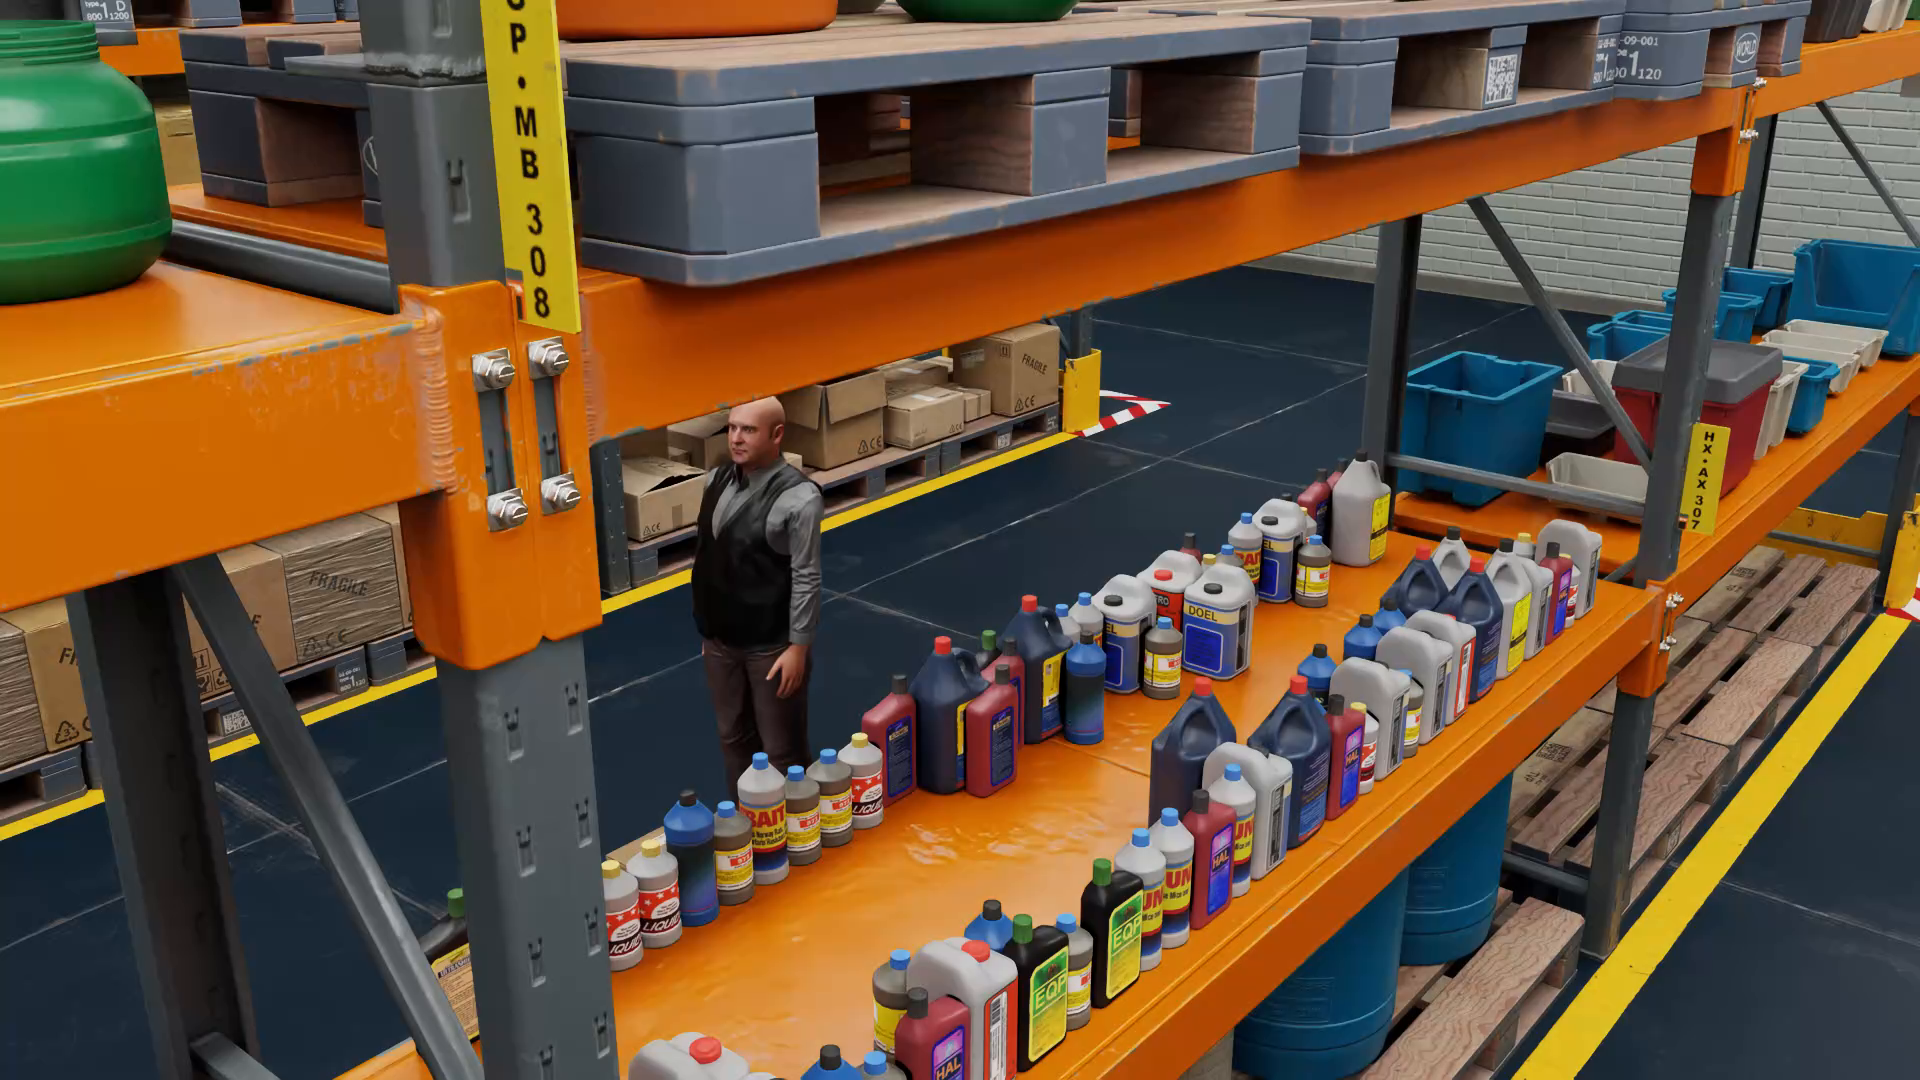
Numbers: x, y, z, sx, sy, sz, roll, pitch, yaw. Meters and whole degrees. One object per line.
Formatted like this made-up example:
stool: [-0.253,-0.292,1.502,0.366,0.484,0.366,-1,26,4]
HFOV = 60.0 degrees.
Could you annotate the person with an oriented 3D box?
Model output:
person: [-0.690,0.381,5.689,0.530,1.636,0.359,16,26,38]
